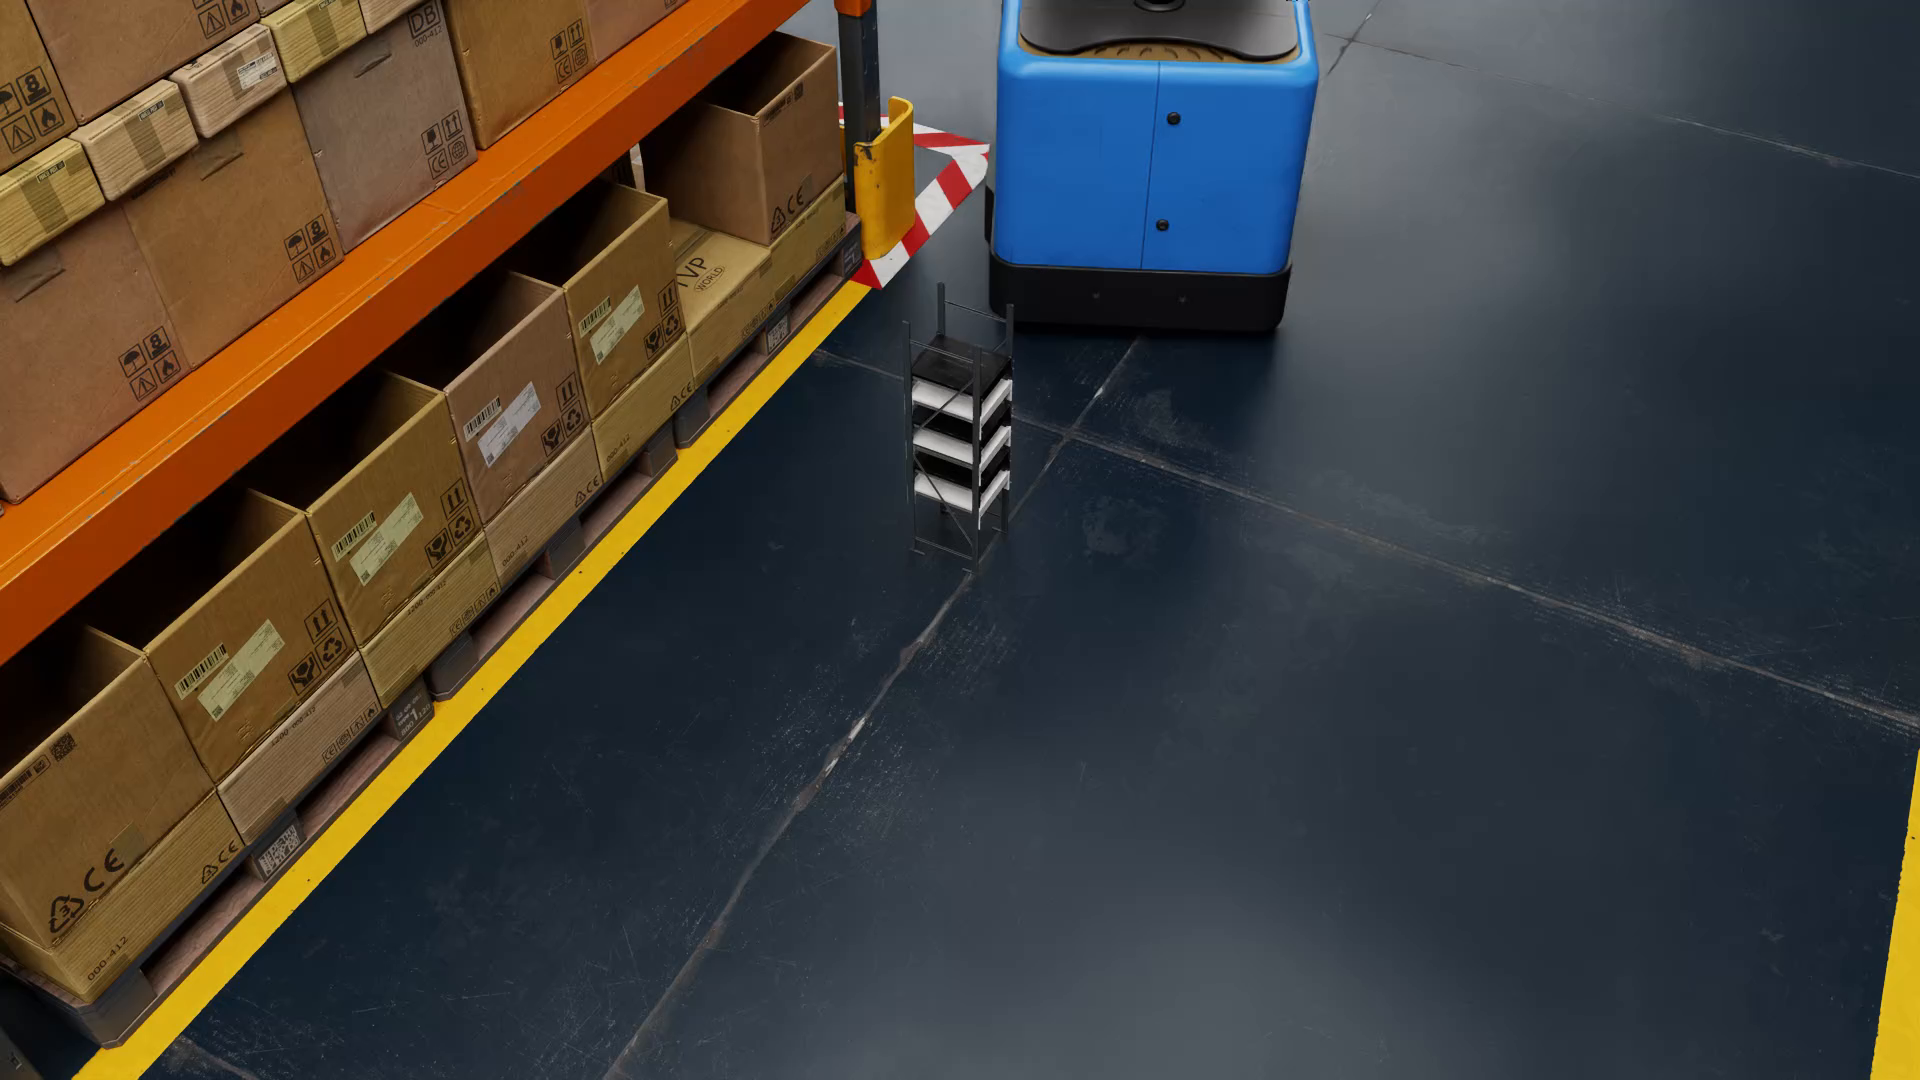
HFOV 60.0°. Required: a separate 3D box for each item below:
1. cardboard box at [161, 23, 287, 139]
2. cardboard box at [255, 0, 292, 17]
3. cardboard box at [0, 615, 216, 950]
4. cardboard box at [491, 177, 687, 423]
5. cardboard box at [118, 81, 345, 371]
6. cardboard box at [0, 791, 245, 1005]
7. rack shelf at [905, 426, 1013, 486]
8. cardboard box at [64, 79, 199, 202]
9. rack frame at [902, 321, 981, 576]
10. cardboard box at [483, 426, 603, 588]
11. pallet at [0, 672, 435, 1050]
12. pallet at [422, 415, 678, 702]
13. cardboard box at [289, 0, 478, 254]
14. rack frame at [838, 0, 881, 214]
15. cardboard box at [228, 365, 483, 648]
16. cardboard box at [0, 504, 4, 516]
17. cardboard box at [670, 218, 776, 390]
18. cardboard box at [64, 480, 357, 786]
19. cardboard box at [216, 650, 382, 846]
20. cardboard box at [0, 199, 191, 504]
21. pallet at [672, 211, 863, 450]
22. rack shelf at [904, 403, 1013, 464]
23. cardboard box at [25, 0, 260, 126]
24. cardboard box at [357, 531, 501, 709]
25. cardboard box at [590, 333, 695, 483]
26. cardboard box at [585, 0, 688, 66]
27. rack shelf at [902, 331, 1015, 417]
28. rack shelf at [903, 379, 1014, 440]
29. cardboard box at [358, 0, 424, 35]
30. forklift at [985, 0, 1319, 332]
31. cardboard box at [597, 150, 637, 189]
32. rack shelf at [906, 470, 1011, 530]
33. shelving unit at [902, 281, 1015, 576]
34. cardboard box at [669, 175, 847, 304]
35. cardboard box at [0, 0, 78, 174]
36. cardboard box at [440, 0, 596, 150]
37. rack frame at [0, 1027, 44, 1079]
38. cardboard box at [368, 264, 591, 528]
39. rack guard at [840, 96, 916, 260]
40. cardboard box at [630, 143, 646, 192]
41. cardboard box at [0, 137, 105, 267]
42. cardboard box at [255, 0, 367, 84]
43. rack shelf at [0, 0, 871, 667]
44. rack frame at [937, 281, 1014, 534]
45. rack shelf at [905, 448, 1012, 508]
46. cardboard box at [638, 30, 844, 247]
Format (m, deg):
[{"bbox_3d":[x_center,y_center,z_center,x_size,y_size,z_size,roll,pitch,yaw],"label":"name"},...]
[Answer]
[{"bbox_3d":[-1.725,-1.046,3.649,0.380,0.149,0.250,19,48,18],"label":"cardboard box"},{"bbox_3d":[-1.717,-1.586,3.726,0.700,0.500,0.500,20,49,19],"label":"cardboard box"},{"bbox_3d":[-2.123,0.502,3.756,0.500,0.500,0.500,20,49,19],"label":"cardboard box"},{"bbox_3d":[-1.196,-0.758,5.001,0.500,0.500,0.500,20,49,19],"label":"cardboard box"},{"bbox_3d":[-1.940,-0.831,3.892,0.700,0.500,0.500,21,49,20],"label":"cardboard box"},{"bbox_3d":[-2.132,0.762,4.026,0.500,0.250,0.500,20,49,19],"label":"cardboard box"},{"bbox_3d":[-0.004,-0.288,4.949,0.258,0.077,0.200,20,49,19],"label":"rack shelf"},{"bbox_3d":[-1.846,-0.877,3.482,0.380,0.149,0.250,19,48,18],"label":"cardboard box"},{"bbox_3d":[-0.051,-0.247,4.862,0.240,0.900,0.006,20,49,19],"label":"rack frame"},{"bbox_3d":[-1.432,-0.181,4.958,0.500,0.250,0.500,20,49,19],"label":"cardboard box"},{"bbox_3d":[-2.210,0.628,4.481,1.003,0.211,1.213,20,49,19],"label":"pallet"},{"bbox_3d":[-1.644,-0.143,5.243,1.003,0.211,1.213,20,49,19],"label":"pallet"},{"bbox_3d":[-1.703,-1.154,4.211,0.700,0.500,0.500,22,49,20],"label":"cardboard box"},{"bbox_3d":[-0.759,-2.385,5.498,1.000,3.000,0.127,20,49,19],"label":"rack frame"},{"bbox_3d":[-1.659,-0.128,4.378,0.500,0.500,0.500,20,49,19],"label":"cardboard box"},{"bbox_3d":[-2.415,-0.181,3.250,0.700,0.500,0.500,19,48,18],"label":"cardboard box"},{"bbox_3d":[-0.968,-0.811,5.581,0.500,0.250,0.500,20,49,19],"label":"cardboard box"},{"bbox_3d":[-1.898,0.184,4.070,0.500,0.500,0.500,20,49,19],"label":"cardboard box"},{"bbox_3d":[-1.895,0.449,4.335,0.500,0.250,0.500,20,49,19],"label":"cardboard box"},{"bbox_3d":[-2.176,-0.516,3.581,0.700,0.500,0.500,20,49,19],"label":"cardboard box"},{"bbox_3d":[-1.077,-0.909,6.000,1.003,0.211,1.213,20,49,19],"label":"pallet"},{"bbox_3d":[-0.004,-0.351,4.885,0.258,0.077,0.200,20,49,19],"label":"rack shelf"},{"bbox_3d":[-1.949,-1.272,3.415,0.700,0.500,0.500,20,49,19],"label":"cardboard box"},{"bbox_3d":[-1.659,0.136,4.645,0.500,0.250,0.500,20,49,19],"label":"cardboard box"},{"bbox_3d":[-1.198,-0.496,5.269,0.500,0.250,0.500,20,49,19],"label":"cardboard box"},{"bbox_3d":[-1.227,-1.797,4.847,0.700,0.500,0.500,22,49,20],"label":"cardboard box"},{"bbox_3d":[-0.004,-0.478,4.757,0.258,0.077,0.200,20,49,19],"label":"rack shelf"},{"bbox_3d":[-0.004,-0.414,4.821,0.258,0.077,0.200,20,49,19],"label":"rack shelf"},{"bbox_3d":[-1.486,-1.366,3.965,0.380,0.149,0.250,20,49,19],"label":"cardboard box"},{"bbox_3d":[0.726,-2.810,5.966,1.130,2.935,3.031,3,45,3],"label":"forklift"},{"bbox_3d":[-1.435,-1.249,5.486,0.500,0.500,0.500,20,49,19],"label":"cardboard box"},{"bbox_3d":[-0.004,-0.161,5.077,0.258,0.077,0.200,20,49,19],"label":"rack shelf"},{"bbox_3d":[-0.004,-0.311,4.925,0.258,0.900,0.210,20,49,19],"label":"shelving unit"},{"bbox_3d":[-0.746,-1.130,5.896,0.500,0.250,0.500,20,49,19],"label":"cardboard box"},{"bbox_3d":[-2.182,-0.956,3.104,0.700,0.500,0.500,20,49,19],"label":"cardboard box"},{"bbox_3d":[-1.462,-1.487,4.540,0.700,0.500,0.500,21,49,19],"label":"cardboard box"},{"bbox_3d":[-2.613,0.136,3.006,0.949,2.616,0.053,20,49,19],"label":"rack frame"},{"bbox_3d":[-1.429,-0.444,4.690,0.500,0.500,0.500,20,49,19],"label":"cardboard box"},{"bbox_3d":[-0.748,-1.521,6.402,1.175,0.500,0.348,20,49,19],"label":"rack guard"},{"bbox_3d":[-1.205,-1.301,6.065,0.500,0.250,0.500,20,49,19],"label":"cardboard box"},{"bbox_3d":[-1.964,-0.720,3.326,0.380,0.149,0.250,20,49,19],"label":"cardboard box"},{"bbox_3d":[-1.604,-1.210,3.811,0.380,0.149,0.250,20,49,19],"label":"cardboard box"},{"bbox_3d":[-1.687,-0.872,4.508,1.077,0.370,4.000,20,49,19],"label":"rack shelf"},{"bbox_3d":[0.043,-0.375,4.988,0.240,0.900,0.006,20,49,19],"label":"rack frame"},{"bbox_3d":[-0.004,-0.225,5.013,0.258,0.077,0.200,20,49,19],"label":"rack shelf"},{"bbox_3d":[-0.744,-1.393,5.629,0.500,0.500,0.500,20,49,19],"label":"cardboard box"}]
